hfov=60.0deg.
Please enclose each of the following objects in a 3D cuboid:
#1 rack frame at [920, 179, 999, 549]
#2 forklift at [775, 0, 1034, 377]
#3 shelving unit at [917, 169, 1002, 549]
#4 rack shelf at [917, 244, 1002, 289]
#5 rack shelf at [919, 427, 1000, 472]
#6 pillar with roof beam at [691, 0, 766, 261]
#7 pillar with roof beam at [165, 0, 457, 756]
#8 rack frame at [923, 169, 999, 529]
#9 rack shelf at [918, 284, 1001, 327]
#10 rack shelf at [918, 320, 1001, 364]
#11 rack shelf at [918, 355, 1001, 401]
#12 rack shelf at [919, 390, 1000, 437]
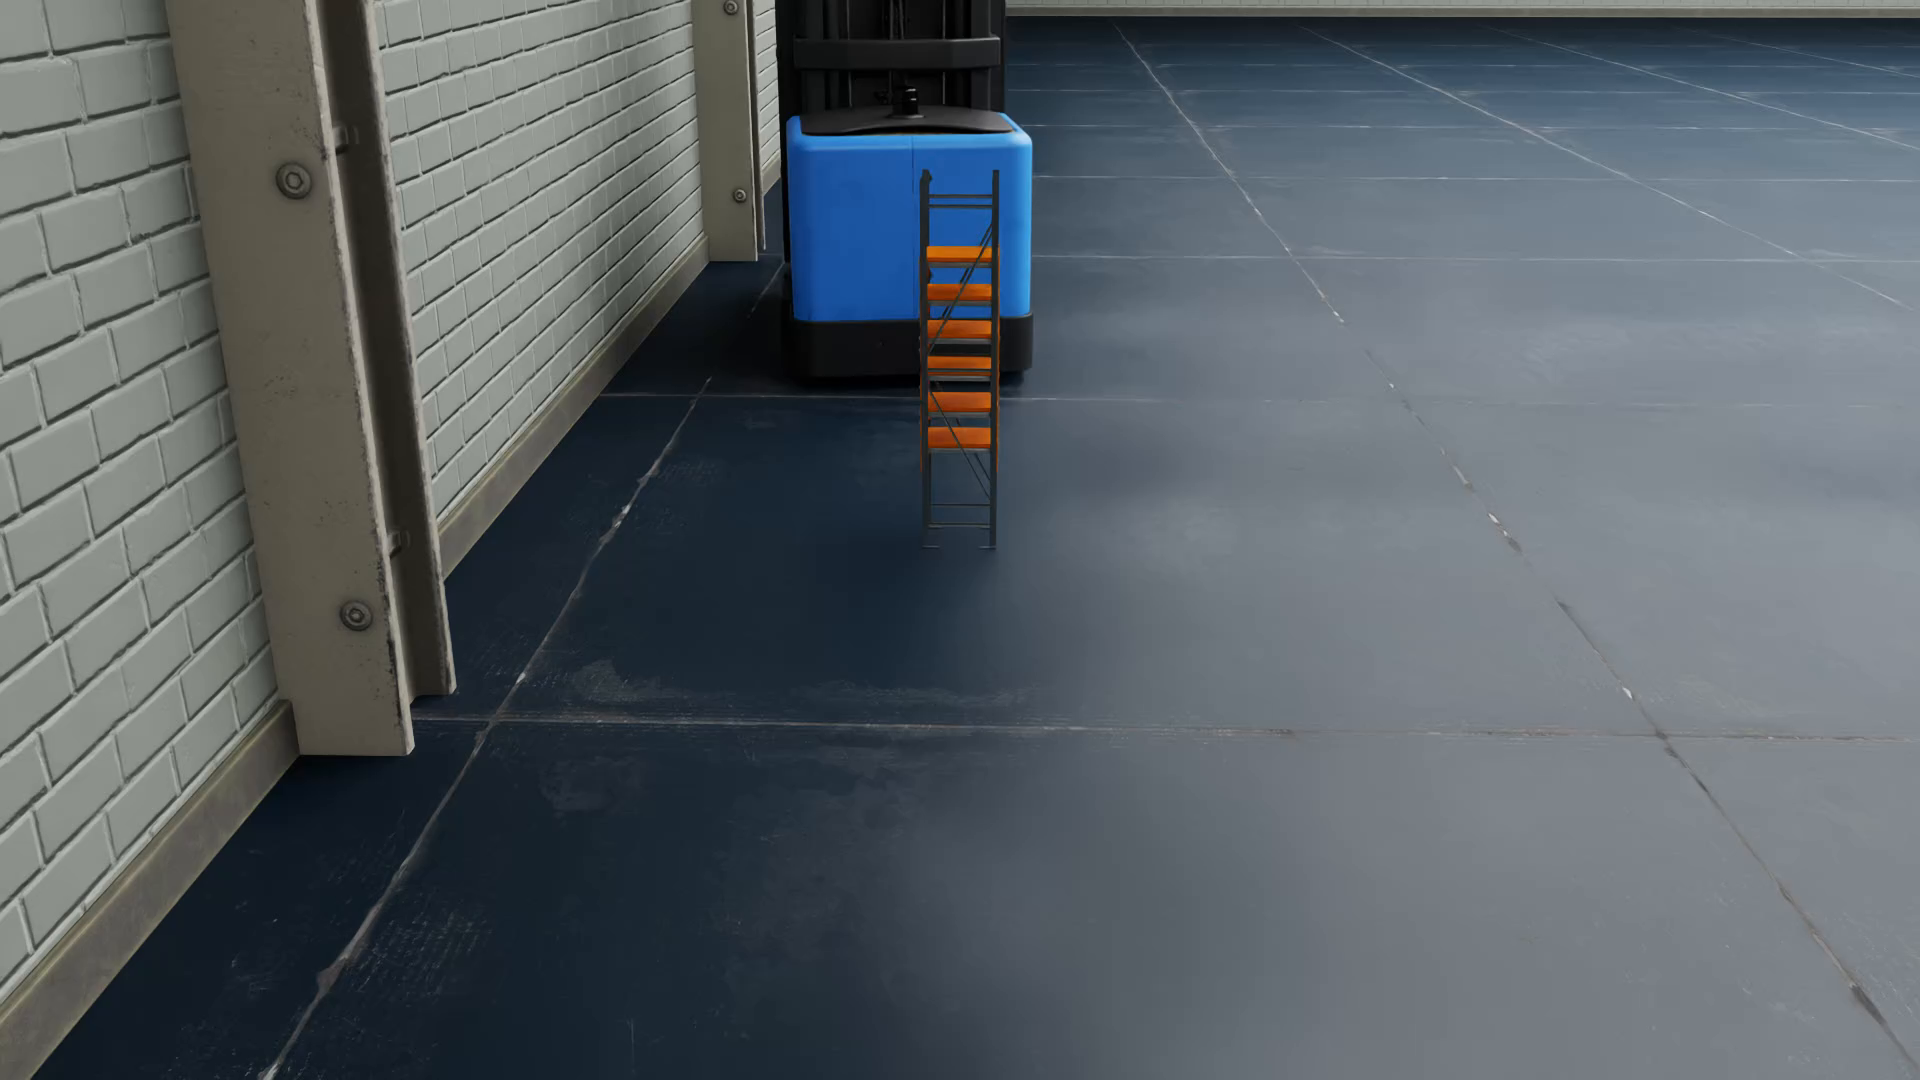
[{"bbox_3d":[-0.002,-0.532,5.240,0.240,1.200,0.006,1,21,2],"label":"rack frame"},{"bbox_3d":[-0.354,-2.558,8.069,1.130,2.935,3.031,-2,21,-6],"label":"forklift"},{"bbox_3d":[0.000,-0.565,5.325,0.258,1.200,0.189,1,21,2],"label":"shelving unit"},{"bbox_3d":[0.000,-0.859,5.211,0.258,0.103,0.180,1,21,2],"label":"rack shelf"},{"bbox_3d":[0.000,-0.299,5.428,0.258,0.103,0.180,1,21,2],"label":"rack shelf"},{"bbox_3d":[2.962,-5.853,8.173,9.100,9.000,0.400,1,21,2],"label":"pillar with roof beam"},{"bbox_3d":[2.779,-3.684,2.582,9.100,9.000,0.400,1,21,2],"label":"pillar with roof beam"},{"bbox_3d":[0.003,-0.598,5.411,0.240,1.200,0.006,1,21,2],"label":"rack frame"},{"bbox_3d":[0.000,-0.747,5.255,0.258,0.103,0.180,1,21,2],"label":"rack shelf"},{"bbox_3d":[0.000,-0.635,5.298,0.258,0.103,0.180,1,21,2],"label":"rack shelf"},{"bbox_3d":[0.000,-0.523,5.341,0.258,0.103,0.180,1,21,2],"label":"rack shelf"},{"bbox_3d":[0.000,-0.411,5.385,0.258,0.103,0.180,1,21,2],"label":"rack shelf"}]
